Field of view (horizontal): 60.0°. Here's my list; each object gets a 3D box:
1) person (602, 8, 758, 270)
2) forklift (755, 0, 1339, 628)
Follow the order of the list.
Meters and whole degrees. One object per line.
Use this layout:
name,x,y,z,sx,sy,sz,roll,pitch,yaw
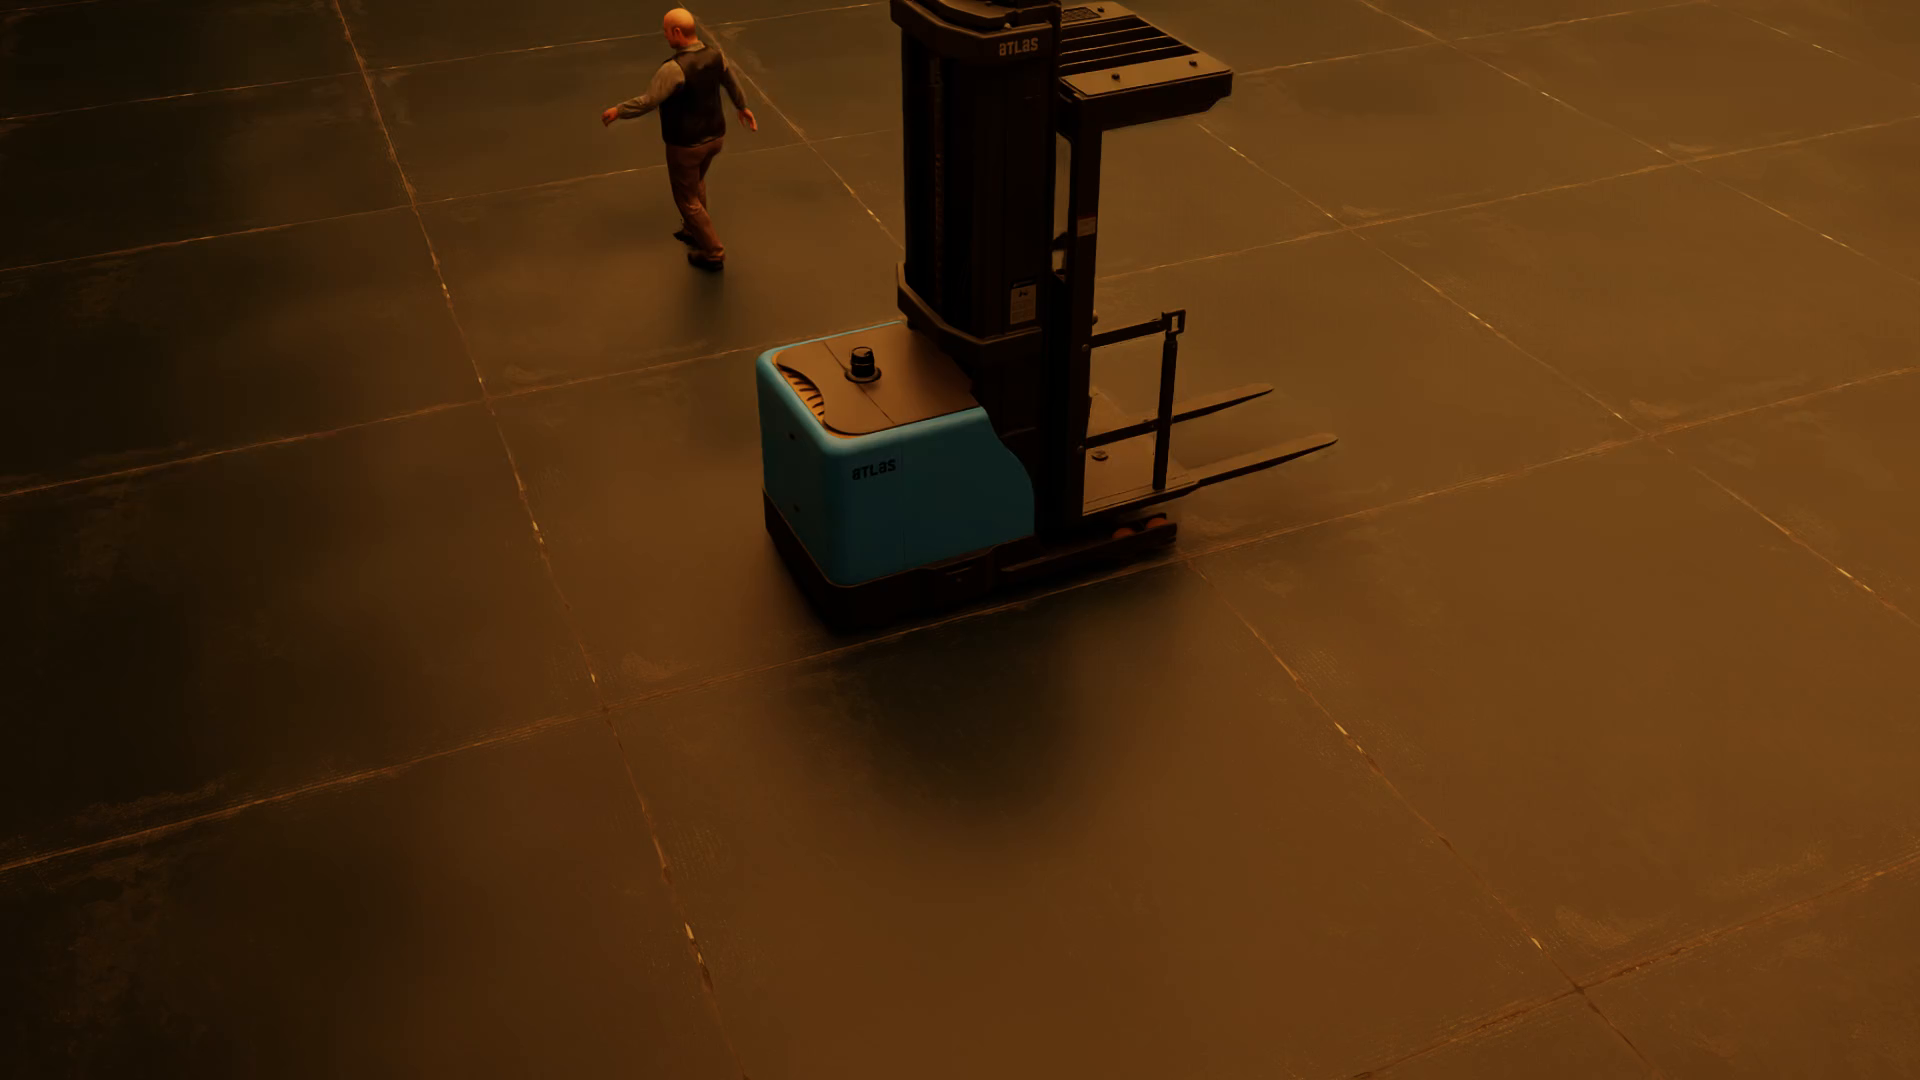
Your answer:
person,-1.798,-2.654,10.930,0.693,1.722,0.974,23,42,29
forklift,0.548,-1.353,8.001,3.031,2.935,1.130,-16,38,-21
